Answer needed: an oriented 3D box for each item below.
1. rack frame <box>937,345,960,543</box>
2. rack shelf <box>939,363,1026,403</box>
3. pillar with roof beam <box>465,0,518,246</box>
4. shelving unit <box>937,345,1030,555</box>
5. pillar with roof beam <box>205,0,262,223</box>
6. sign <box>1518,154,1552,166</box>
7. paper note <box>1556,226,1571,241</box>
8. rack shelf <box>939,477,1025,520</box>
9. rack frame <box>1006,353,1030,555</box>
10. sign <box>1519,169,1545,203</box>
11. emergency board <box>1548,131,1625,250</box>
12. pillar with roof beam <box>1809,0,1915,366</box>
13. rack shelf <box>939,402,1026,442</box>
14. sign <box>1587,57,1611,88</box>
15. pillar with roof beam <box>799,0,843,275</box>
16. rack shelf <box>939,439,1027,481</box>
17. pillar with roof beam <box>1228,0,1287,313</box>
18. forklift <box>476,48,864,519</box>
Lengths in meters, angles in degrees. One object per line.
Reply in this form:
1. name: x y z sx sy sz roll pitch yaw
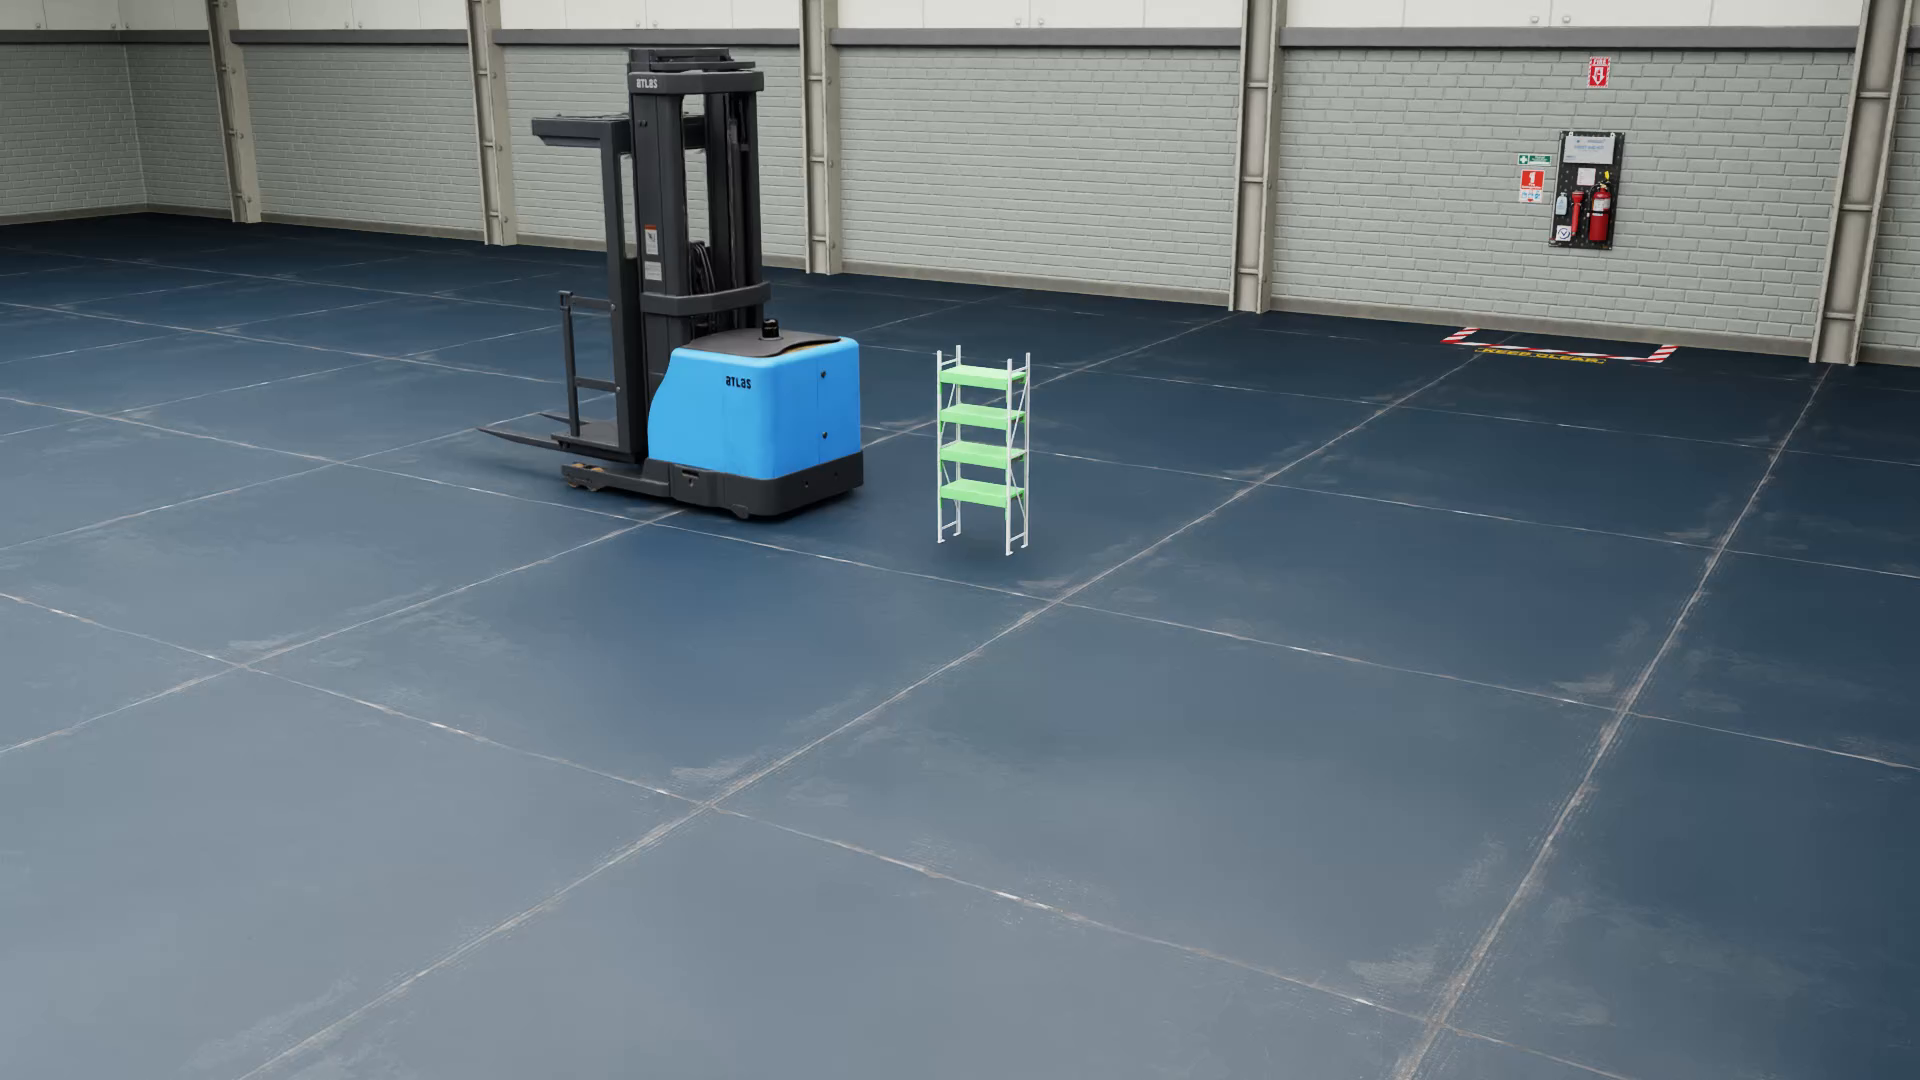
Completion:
1. rack frame: -0.067 -0.586 10.246 0.015 1.200 0.240 10 20 30
2. rack shelf: 0.141 -0.947 10.003 0.480 0.148 0.258 10 20 30
3. pillar with roof beam: -9.162 -7.699 20.245 0.400 9.000 9.100 10 20 30
4. shelving unit: 0.141 -0.549 10.124 0.503 1.200 0.258 10 20 30
5. pillar with roof beam: -14.274 -8.612 23.250 0.400 9.000 9.100 10 20 30
6. sign: 5.926 -3.920 17.151 0.331 0.109 0.001 10 20 30
7. paper note: 6.229 -3.165 17.155 0.142 0.148 0.016 10 20 30
8. rack shelf: 0.141 -0.258 10.212 0.480 0.148 0.258 10 20 30
9. rack frame: 0.349 -0.512 10.002 0.015 1.200 0.240 10 20 30
10. sign: 5.926 -3.669 17.238 0.234 0.329 0.001 10 20 30
11. emergency board: 6.344 -3.542 16.882 0.643 1.169 0.194 10 20 30
12. pillar with roof beam: 6.176 -4.961 11.232 0.400 9.000 9.100 10 20 30
13. rack shelf: 0.141 -0.717 10.073 0.480 0.148 0.258 10 20 30
14. sign: 6.389 -4.677 16.630 0.199 0.298 0.001 10 20 30
15. pillar with roof beam: -4.049 -6.787 17.241 0.400 9.000 9.100 10 20 30
16. rack shelf: 0.141 -0.488 10.142 0.480 0.148 0.258 10 20 30
17. pillar with roof beam: 1.064 -5.874 14.236 0.400 9.000 9.100 10 20 30
18. forklift: -2.162 -1.851 11.431 3.031 2.935 1.130 11 20 33
